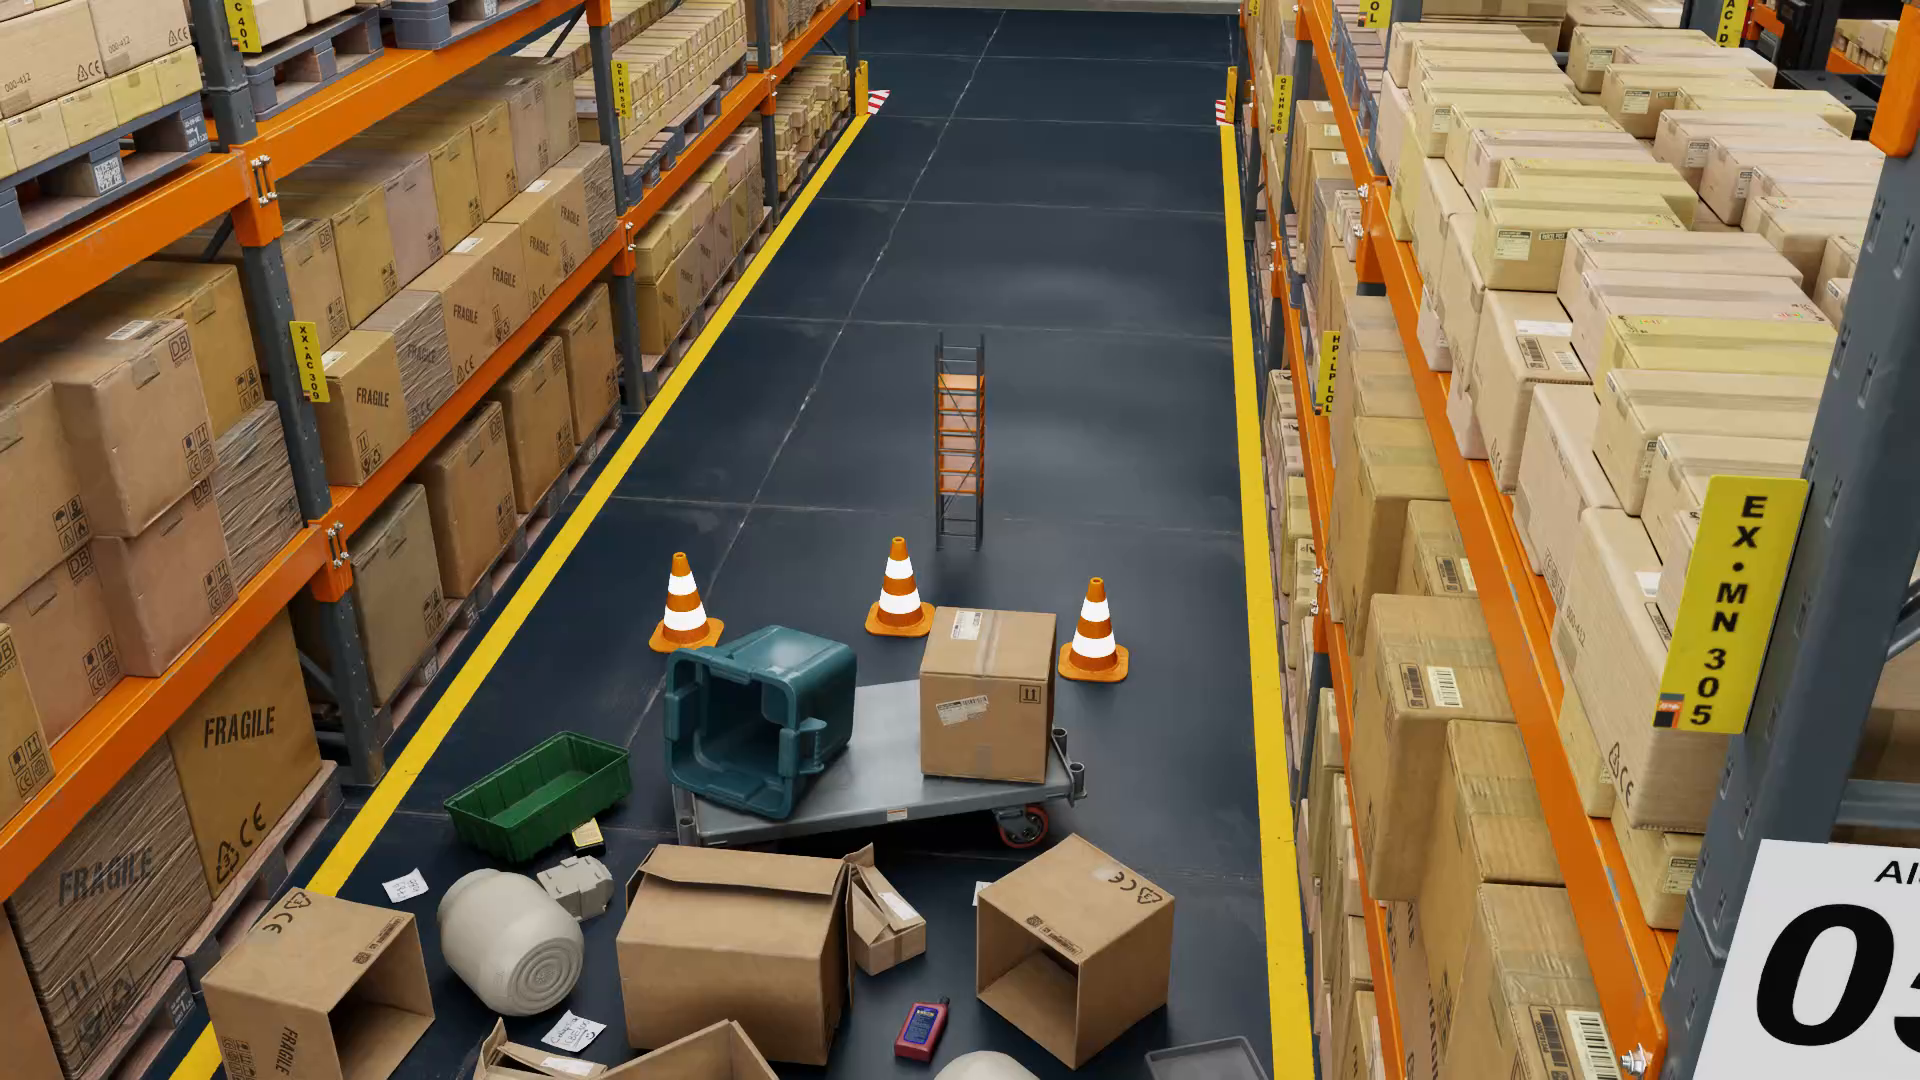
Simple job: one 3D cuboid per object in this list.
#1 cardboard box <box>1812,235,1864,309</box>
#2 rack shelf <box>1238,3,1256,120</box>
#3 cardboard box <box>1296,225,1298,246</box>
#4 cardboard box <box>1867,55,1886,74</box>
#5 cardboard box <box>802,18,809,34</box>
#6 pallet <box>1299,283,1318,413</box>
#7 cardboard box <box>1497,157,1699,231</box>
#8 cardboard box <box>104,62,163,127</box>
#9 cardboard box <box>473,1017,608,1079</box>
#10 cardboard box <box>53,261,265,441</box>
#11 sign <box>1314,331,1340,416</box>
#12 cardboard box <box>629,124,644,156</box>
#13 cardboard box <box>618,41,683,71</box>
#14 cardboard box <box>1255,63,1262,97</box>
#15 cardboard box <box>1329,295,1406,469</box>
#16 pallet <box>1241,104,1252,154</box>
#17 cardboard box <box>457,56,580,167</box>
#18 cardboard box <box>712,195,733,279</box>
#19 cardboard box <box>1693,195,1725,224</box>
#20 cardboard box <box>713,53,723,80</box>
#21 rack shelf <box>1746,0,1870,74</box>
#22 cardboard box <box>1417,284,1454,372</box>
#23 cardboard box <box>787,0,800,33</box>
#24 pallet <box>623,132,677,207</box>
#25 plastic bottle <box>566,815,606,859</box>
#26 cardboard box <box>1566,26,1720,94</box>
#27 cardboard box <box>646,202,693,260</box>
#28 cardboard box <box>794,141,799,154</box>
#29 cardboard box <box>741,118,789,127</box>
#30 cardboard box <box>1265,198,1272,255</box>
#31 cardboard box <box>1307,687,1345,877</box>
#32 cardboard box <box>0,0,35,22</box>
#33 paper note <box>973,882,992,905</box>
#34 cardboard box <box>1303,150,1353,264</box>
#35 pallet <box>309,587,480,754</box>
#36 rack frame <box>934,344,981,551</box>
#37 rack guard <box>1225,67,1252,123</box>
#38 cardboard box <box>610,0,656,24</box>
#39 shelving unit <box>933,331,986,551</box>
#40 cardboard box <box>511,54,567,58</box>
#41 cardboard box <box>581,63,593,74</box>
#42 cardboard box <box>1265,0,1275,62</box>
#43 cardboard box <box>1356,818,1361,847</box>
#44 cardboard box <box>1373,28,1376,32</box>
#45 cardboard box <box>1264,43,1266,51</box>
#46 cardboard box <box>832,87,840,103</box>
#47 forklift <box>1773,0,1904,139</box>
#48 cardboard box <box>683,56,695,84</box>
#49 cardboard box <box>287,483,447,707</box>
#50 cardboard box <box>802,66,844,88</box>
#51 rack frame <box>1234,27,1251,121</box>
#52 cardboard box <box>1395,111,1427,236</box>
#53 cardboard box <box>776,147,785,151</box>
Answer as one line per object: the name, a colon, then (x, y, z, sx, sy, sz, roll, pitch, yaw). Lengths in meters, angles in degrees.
cardboard box: (1.907, -0.476, 3.232, 0.380, 0.149, 0.250, 4, 29, 8)
rack shelf: (3.116, -4.444, 15.096, 1.077, 0.370, 4.000, 3, 28, 6)
cardboard box: (2.009, -1.612, 8.901, 0.380, 0.149, 0.250, 2, 28, 3)
cardboard box: (7.604, -3.835, 13.470, 0.380, 0.149, 0.250, 4, 29, 8)
cardboard box: (-1.582, -4.686, 15.051, 0.380, 0.149, 0.250, 5, 29, 8)
pallet: (2.179, -0.918, 7.994, 1.003, 0.211, 1.213, 3, 28, 6)
cardboard box: (1.420, -0.749, 3.739, 0.380, 0.149, 0.250, 4, 29, 7)
cardboard box: (-2.792, -1.424, 5.285, 0.380, 0.149, 0.250, 4, 29, 7)
cardboard box: (-1.417, 1.826, 5.581, 0.396, 0.266, 0.258, 8, 29, 15)
cardboard box: (-3.114, -0.664, 6.023, 0.875, 0.550, 0.550, 3, 28, 6)
sign: (1.340, -0.594, 5.970, 0.100, 0.325, 0.005, 3, 28, 6)
cardboard box: (-2.256, -2.576, 10.692, 0.380, 0.149, 0.250, 5, 29, 9)
cardboard box: (-2.136, -3.338, 11.479, 0.380, 0.149, 0.250, 4, 29, 8)
cardboard box: (2.555, -3.562, 12.857, 0.500, 0.250, 0.500, 3, 28, 5)
cardboard box: (1.622, -0.475, 5.495, 0.700, 0.500, 0.500, 3, 28, 6)
pallet: (3.341, -4.094, 16.627, 1.003, 0.211, 1.213, 3, 28, 6)
cardboard box: (-2.609, -2.450, 9.476, 0.700, 0.500, 0.500, 3, 28, 6)
cardboard box: (-2.025, -2.299, 12.547, 0.500, 0.500, 0.500, 3, 28, 5)
cardboard box: (1.966, -0.739, 4.141, 0.500, 0.250, 0.500, 3, 28, 5)
cardboard box: (-2.001, -3.578, 12.551, 0.380, 0.149, 0.250, 2, 28, 4)
rack shelf: (8.043, -4.158, 14.563, 1.077, 0.370, 4.000, 3, 28, 6)
cardboard box: (1.364, -0.530, 4.173, 0.380, 0.149, 0.250, 3, 28, 5)
cardboard box: (-1.690, -4.687, 14.368, 0.500, 0.500, 0.500, 3, 28, 6)
pallet: (-2.563, -2.434, 10.808, 1.213, 0.211, 1.003, 3, 28, 6)
plastic bottle: (-1.570, 1.217, 6.926, 0.133, 0.061, 0.283, -11, 30, -20)
cardboard box: (2.069, -1.453, 5.046, 0.380, 0.149, 0.250, 4, 29, 7)
cardboard box: (-2.157, -2.141, 11.463, 0.500, 0.250, 0.500, 3, 28, 6)
cardboard box: (-1.699, -3.639, 15.405, 0.380, 0.149, 0.250, 2, 28, 4)
cardboard box: (-1.732, -3.650, 14.798, 0.380, 0.149, 0.250, 3, 28, 5)
cardboard box: (2.874, -2.773, 13.032, 0.875, 0.875, 0.875, 4, 29, 8)
cardboard box: (1.551, 0.904, 6.076, 0.500, 0.500, 0.500, 5, 29, 9)
cardboard box: (-2.856, -1.539, 4.657, 0.380, 0.149, 0.250, 4, 29, 7)
paper note: (0.133, 1.403, 6.613, 0.148, 0.019, 0.142, 3, 28, 6)
cardboard box: (1.981, -1.602, 8.200, 0.500, 0.500, 0.500, 4, 29, 7)
pallet: (-3.015, 0.566, 7.977, 1.003, 0.211, 1.213, 3, 28, 6)
rack frame: (-0.013, -0.478, 8.873, 0.240, 1.200, 0.006, 3, 28, 6)
rack guard: (3.364, -4.613, 17.286, 1.175, 0.500, 0.348, 3, 28, 6)
cardboard box: (-2.587, -4.106, 12.903, 0.380, 0.149, 0.250, 4, 29, 8)
shelving unit: (-0.002, -0.521, 8.953, 0.258, 1.200, 0.189, 3, 28, 6)
cardboard box: (-2.845, -3.138, 11.107, 0.380, 0.149, 0.250, 4, 29, 8)
cardboard box: (-2.780, -3.249, 11.626, 0.380, 0.149, 0.250, 4, 29, 7)
cardboard box: (2.433, -3.636, 11.678, 0.500, 0.500, 0.500, 3, 28, 5)
cardboard box: (1.368, 0.788, 4.890, 0.380, 0.149, 0.250, 3, 29, 6)
cardboard box: (1.949, -2.255, 6.825, 0.500, 0.250, 0.500, 4, 29, 7)
cardboard box: (2.501, -3.536, 12.282, 0.500, 0.250, 0.500, 4, 29, 7)
cardboard box: (-1.407, -4.494, 16.678, 0.380, 0.149, 0.250, 2, 28, 4)
forklift: (4.625, -1.297, 8.568, 1.130, 2.935, 3.031, 3, 29, 6)
cardboard box: (-2.100, -3.332, 11.780, 0.380, 0.149, 0.250, 4, 29, 8)
cardboard box: (-3.048, 0.214, 7.619, 1.050, 0.750, 0.750, 3, 28, 6)
cardboard box: (-1.371, -4.626, 16.610, 0.380, 0.149, 0.250, 3, 28, 5)
rack frame: (3.361, -5.703, 16.672, 1.000, 3.000, 0.127, 3, 28, 6)
cardboard box: (1.511, -1.005, 4.635, 0.500, 0.250, 0.500, 3, 28, 6)
cardboard box: (-1.750, -3.397, 14.642, 0.380, 0.149, 0.250, 4, 29, 7)
